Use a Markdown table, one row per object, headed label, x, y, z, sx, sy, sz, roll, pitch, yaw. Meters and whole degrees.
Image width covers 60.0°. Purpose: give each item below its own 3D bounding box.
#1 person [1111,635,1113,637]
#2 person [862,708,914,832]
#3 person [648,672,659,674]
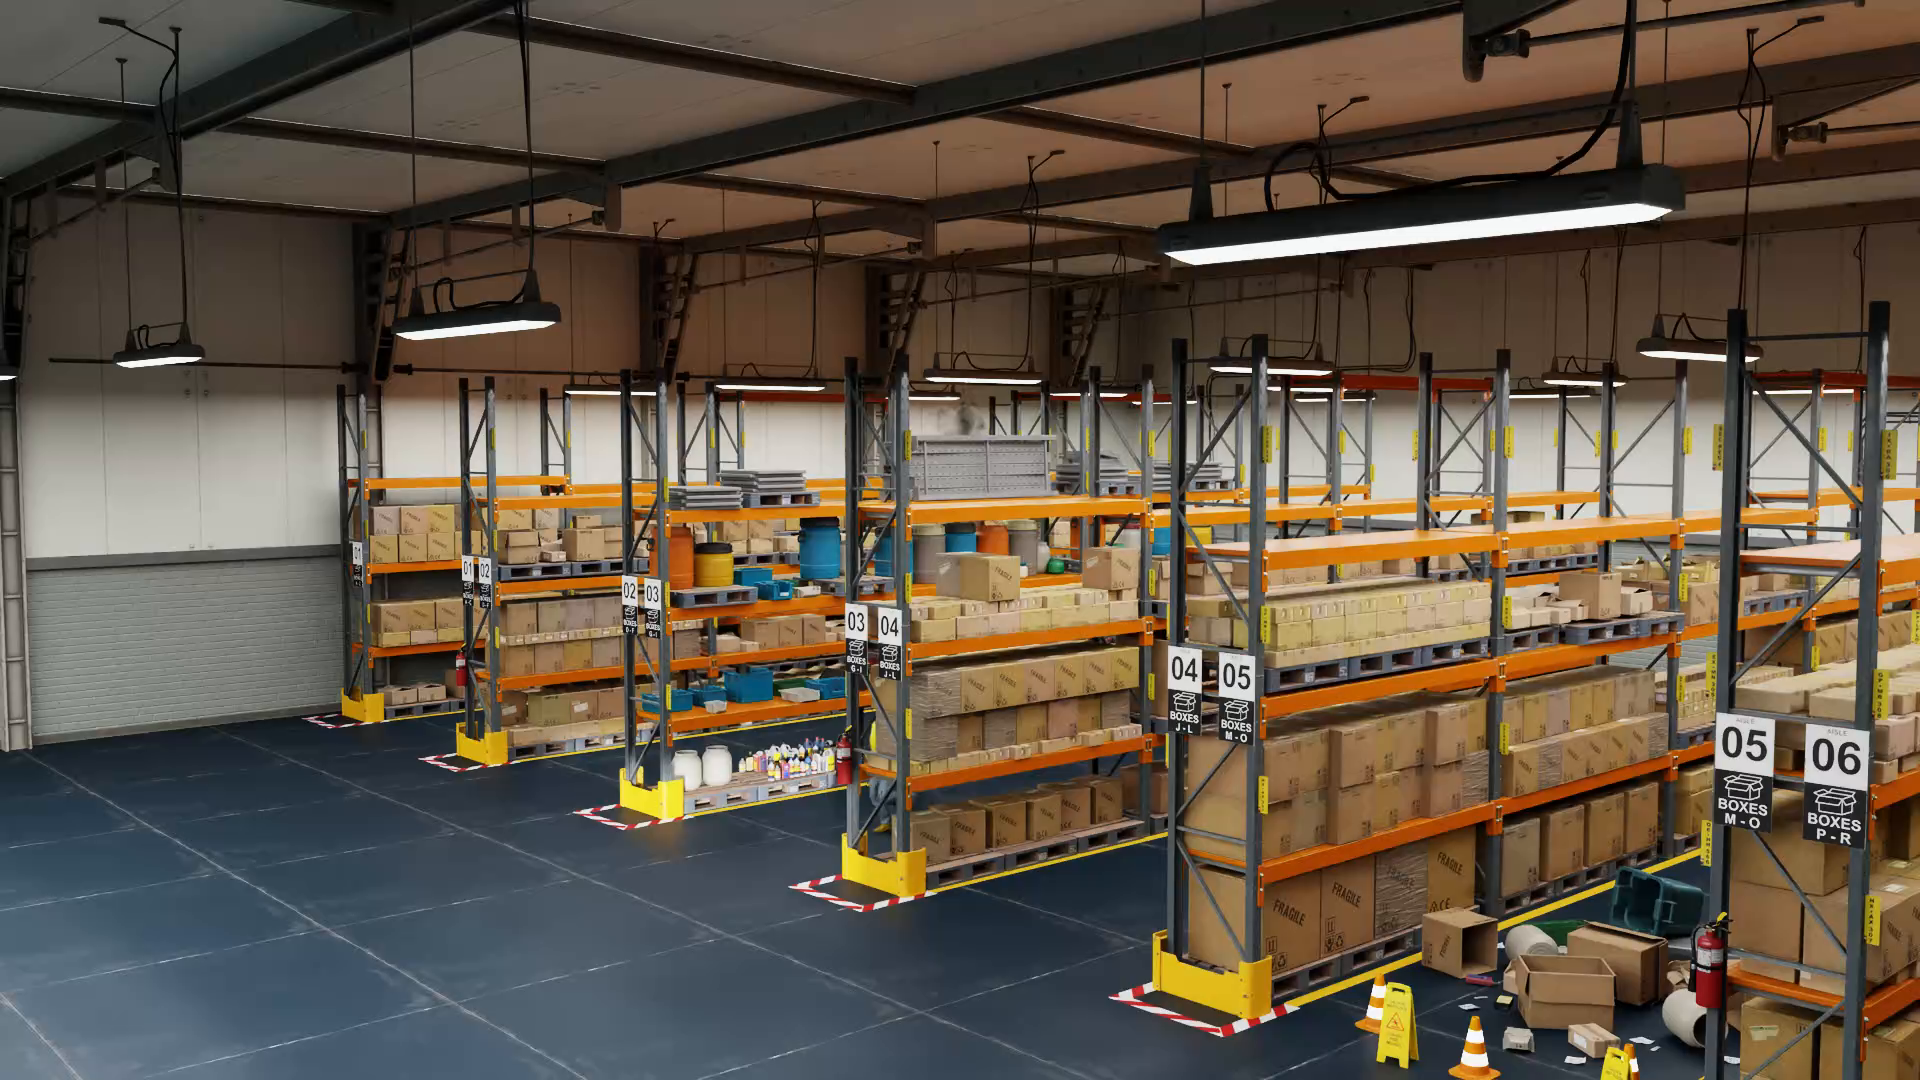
| label | x | y | z | sx | sy | sz | roll | pitch | yaw |
| --- | --- | --- | --- | --- | --- | --- | --- | --- | --- |
| person | 3.186 | 1.875 | 32.804 | 0.679 | 1.850 | 0.783 | 3 | 5 | 36 |
| person | -0.913 | 2.903 | 21.508 | 0.682 | 1.712 | 0.623 | 3 | 5 | 41 |
| person | -5.467 | 2.372 | 30.156 | 0.567 | 1.618 | 0.578 | -4 | 5 | -43 |
